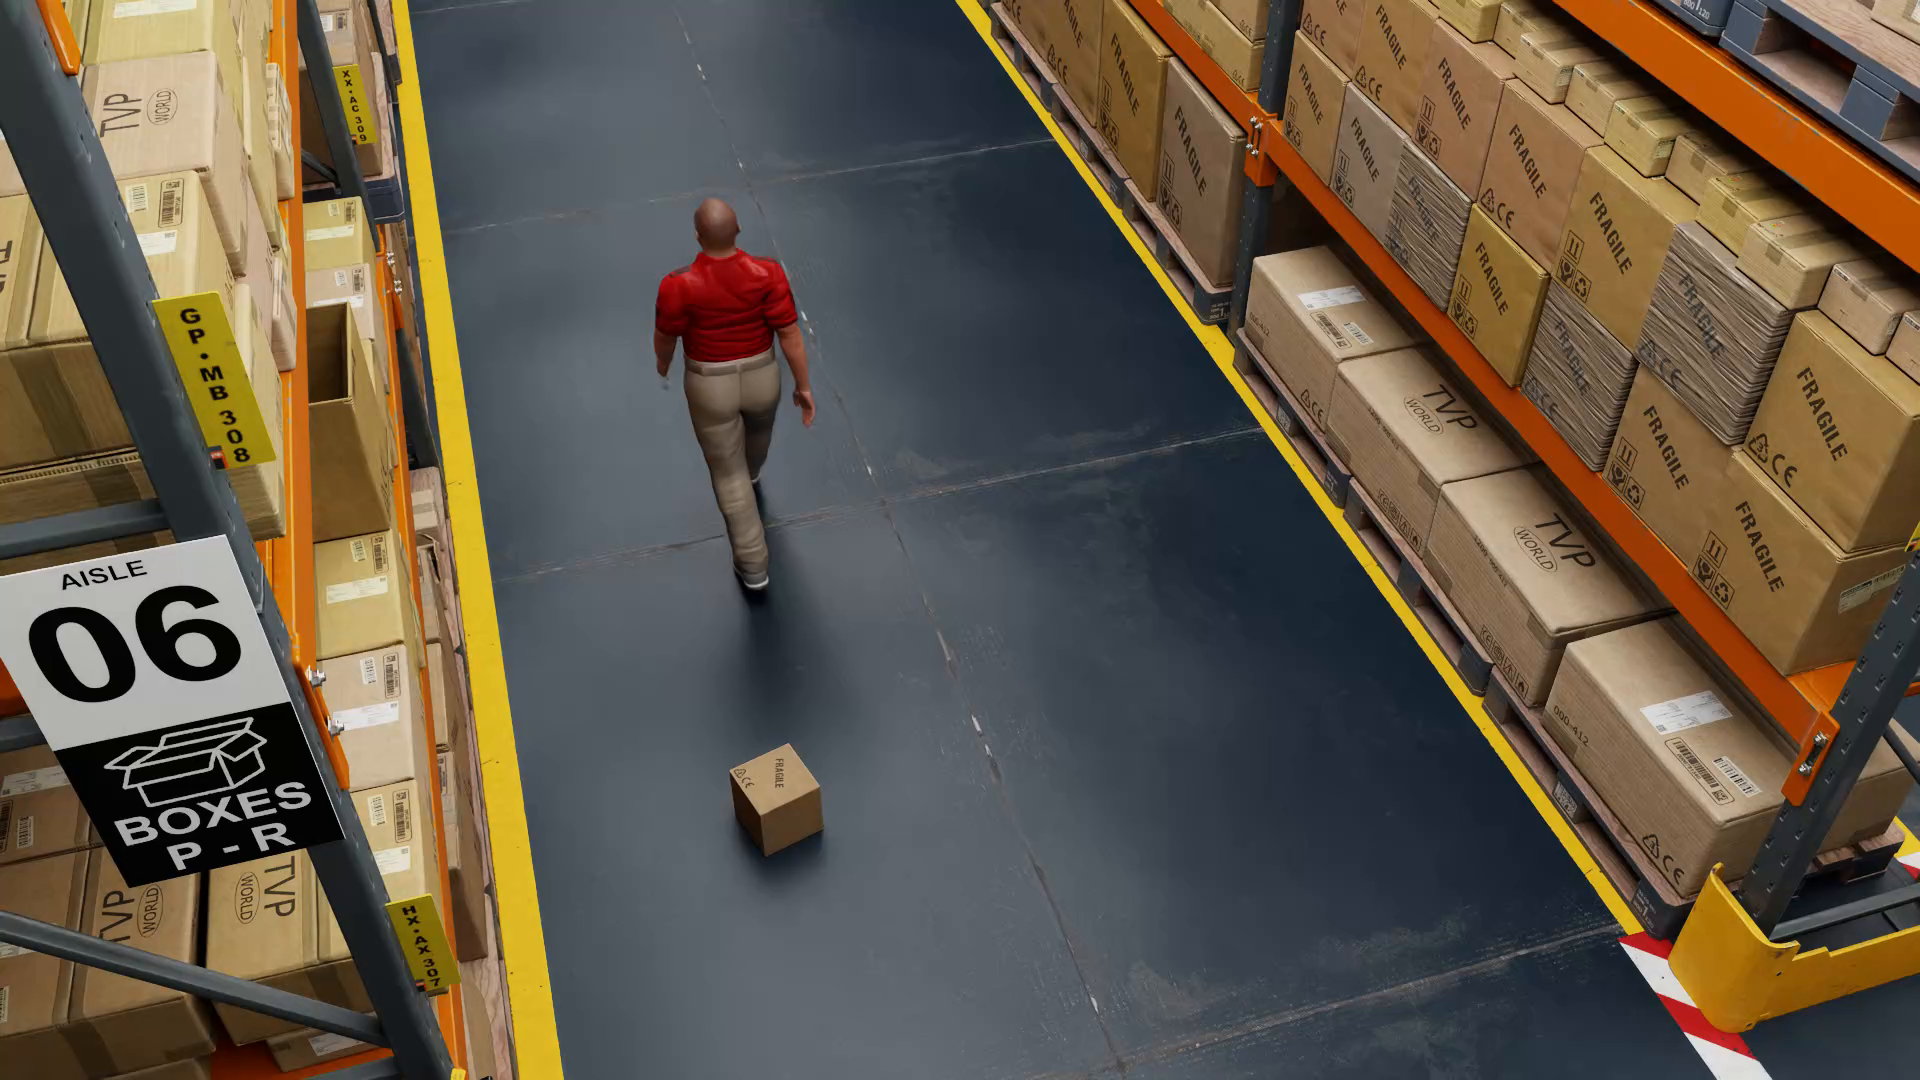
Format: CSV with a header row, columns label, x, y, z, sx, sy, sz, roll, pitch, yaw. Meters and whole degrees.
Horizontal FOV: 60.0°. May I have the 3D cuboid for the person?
label,x,y,z,sx,sy,sz,roll,pitch,yaw
person,-0.970,-0.719,6.953,0.578,1.662,1.053,-15,44,-16
